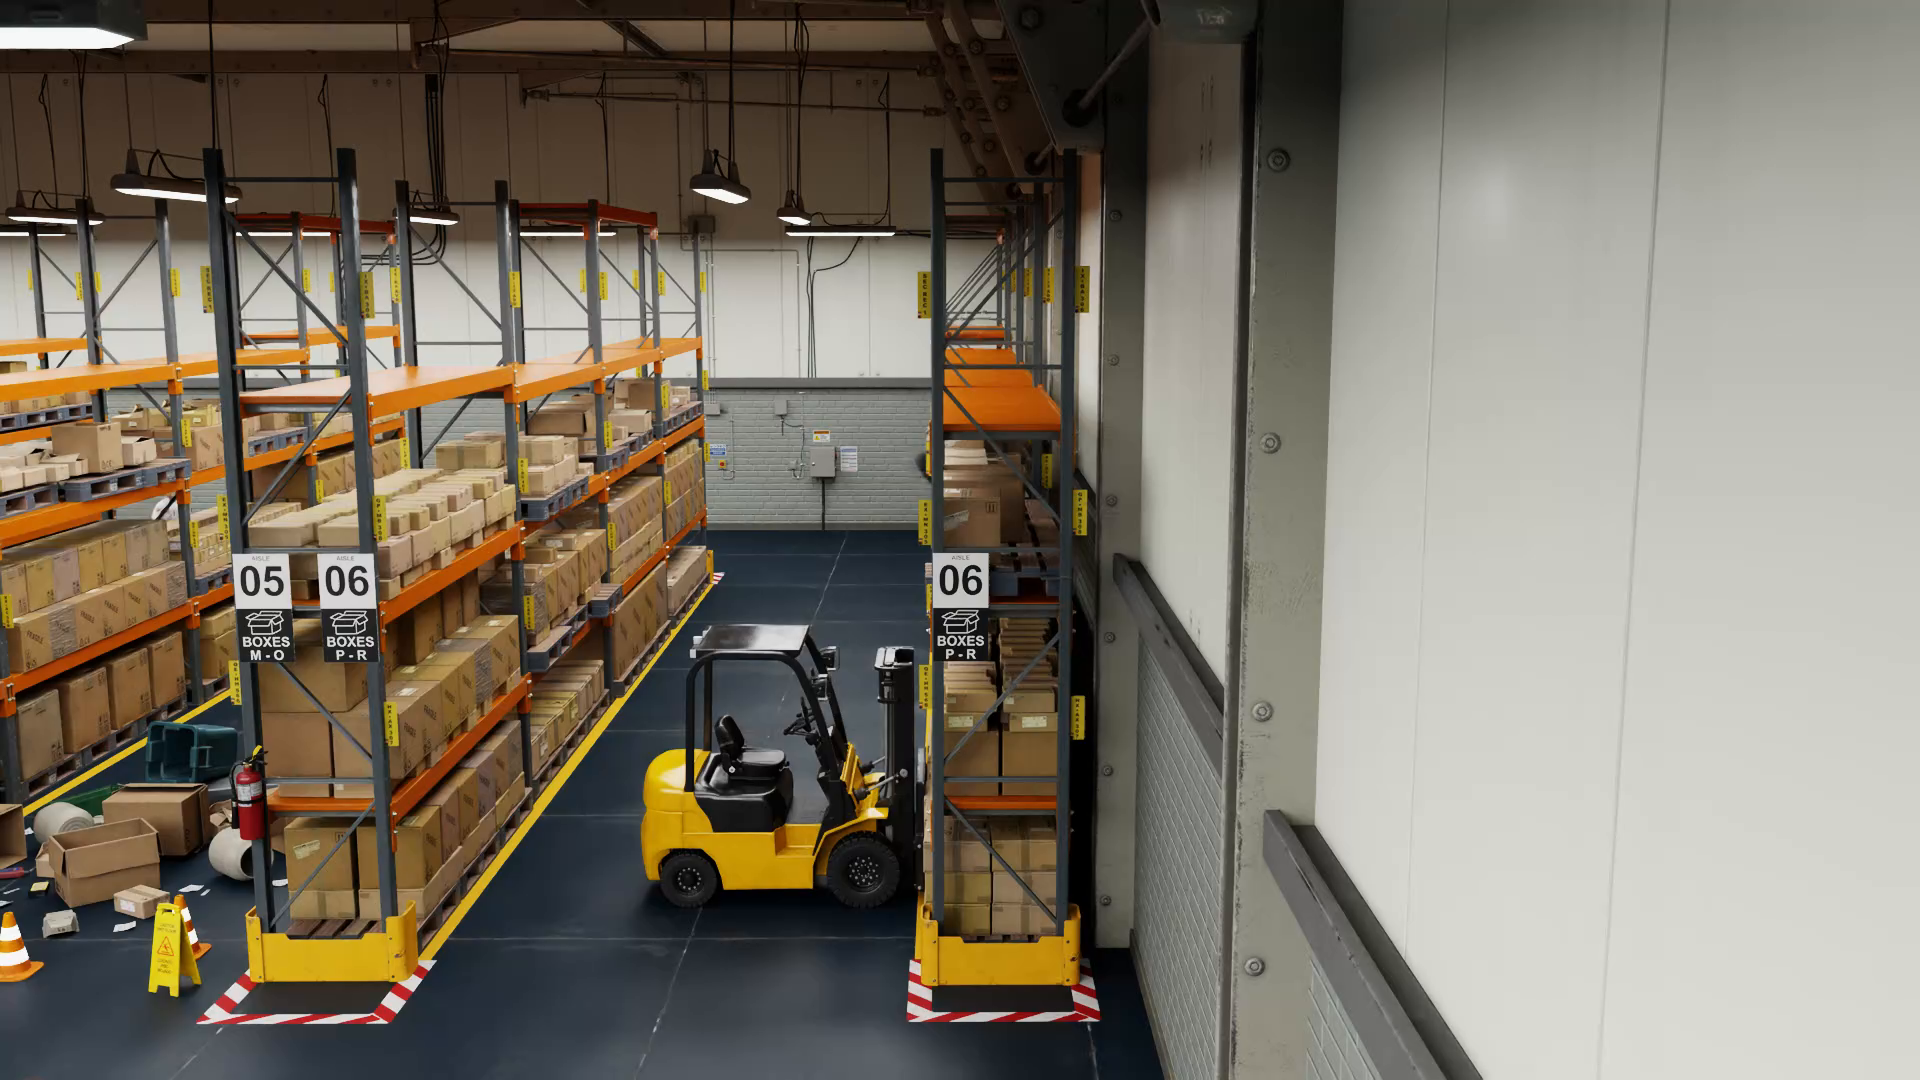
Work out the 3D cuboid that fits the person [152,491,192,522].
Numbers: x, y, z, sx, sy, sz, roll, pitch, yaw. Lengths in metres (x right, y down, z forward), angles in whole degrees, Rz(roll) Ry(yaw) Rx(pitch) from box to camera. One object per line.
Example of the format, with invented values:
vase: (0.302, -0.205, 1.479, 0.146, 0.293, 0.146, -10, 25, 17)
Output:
person: (-13.447, -0.198, 28.605, 0.484, 1.623, 0.681, 4, 10, 23)
